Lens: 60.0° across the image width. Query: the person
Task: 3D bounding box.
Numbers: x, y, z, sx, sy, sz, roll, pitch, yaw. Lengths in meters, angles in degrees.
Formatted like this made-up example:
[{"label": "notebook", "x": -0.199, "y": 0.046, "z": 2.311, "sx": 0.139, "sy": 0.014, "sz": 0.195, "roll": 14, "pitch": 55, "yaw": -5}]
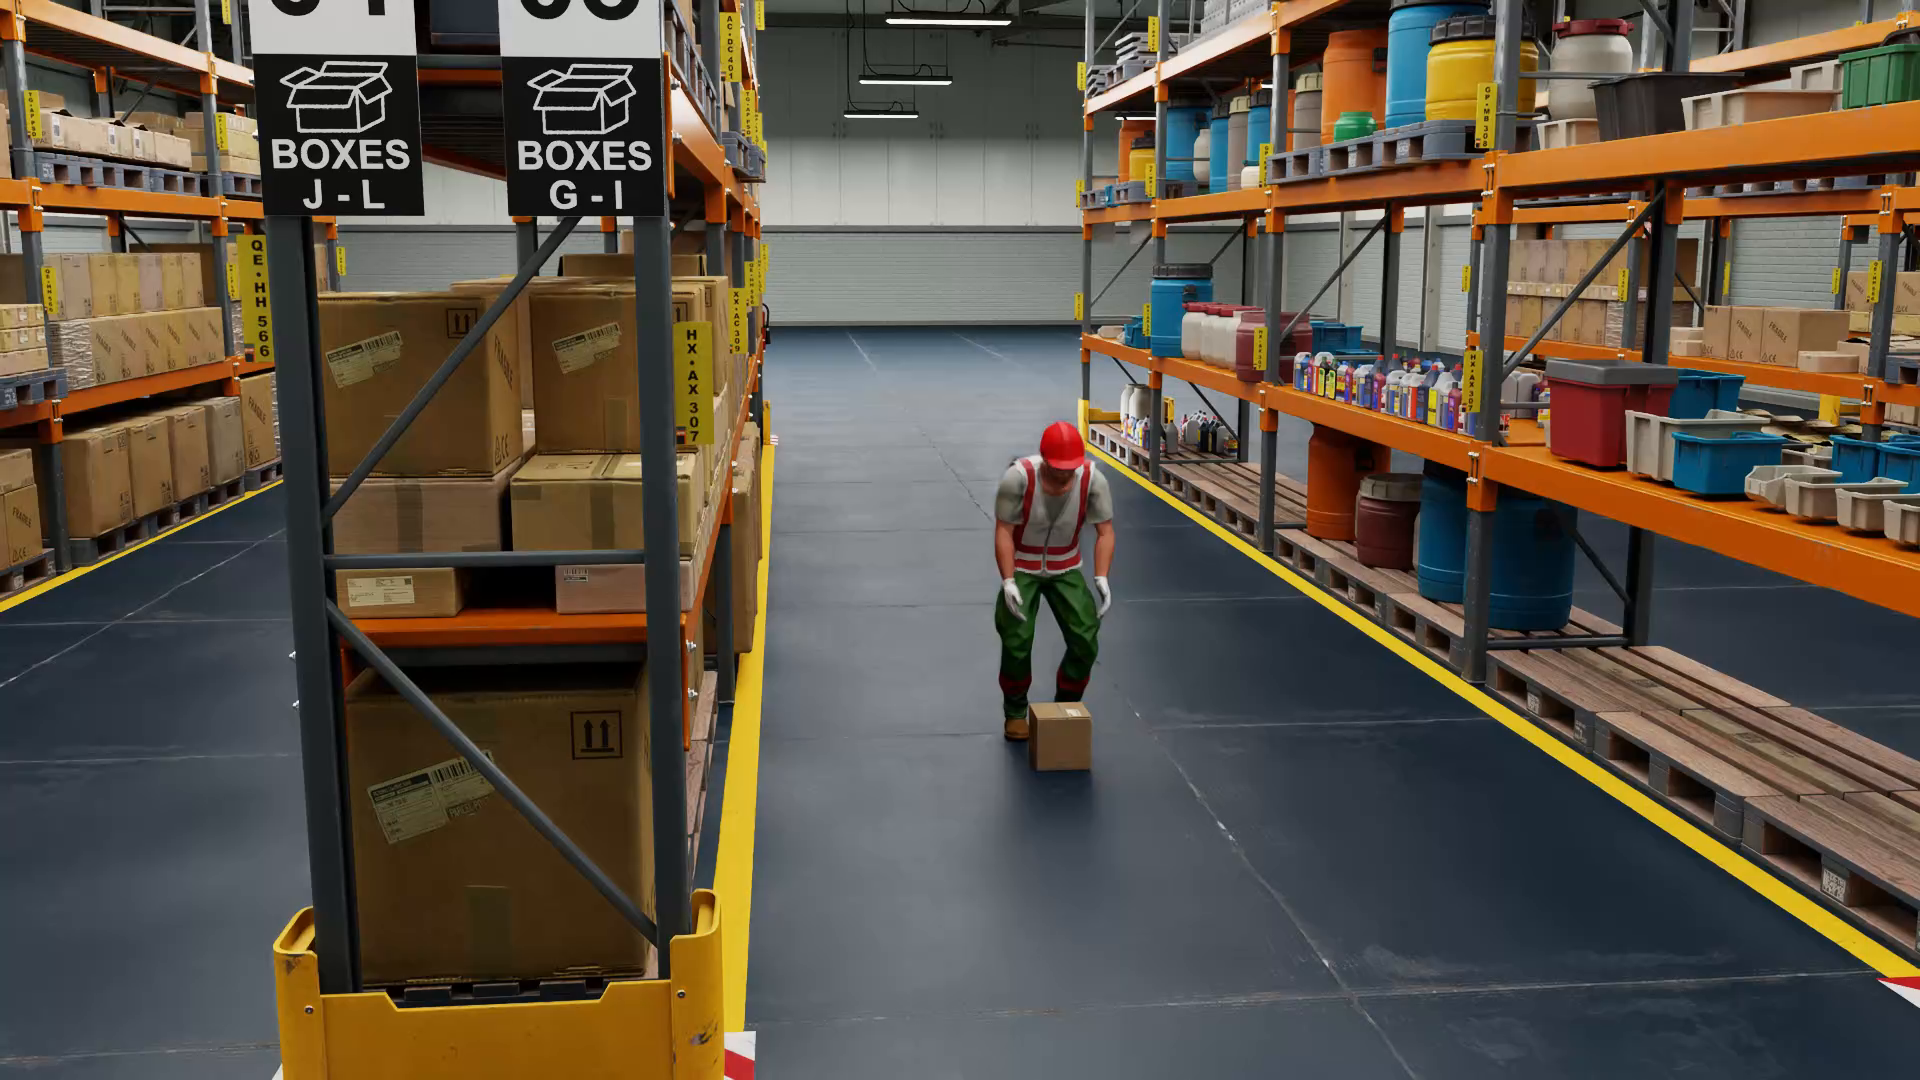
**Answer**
[{"label": "person", "x": 0.446, "y": 0.185, "z": 7.949, "sx": 0.577, "sy": 1.555, "sz": 0.669, "roll": -1, "pitch": 10, "yaw": -6}]
